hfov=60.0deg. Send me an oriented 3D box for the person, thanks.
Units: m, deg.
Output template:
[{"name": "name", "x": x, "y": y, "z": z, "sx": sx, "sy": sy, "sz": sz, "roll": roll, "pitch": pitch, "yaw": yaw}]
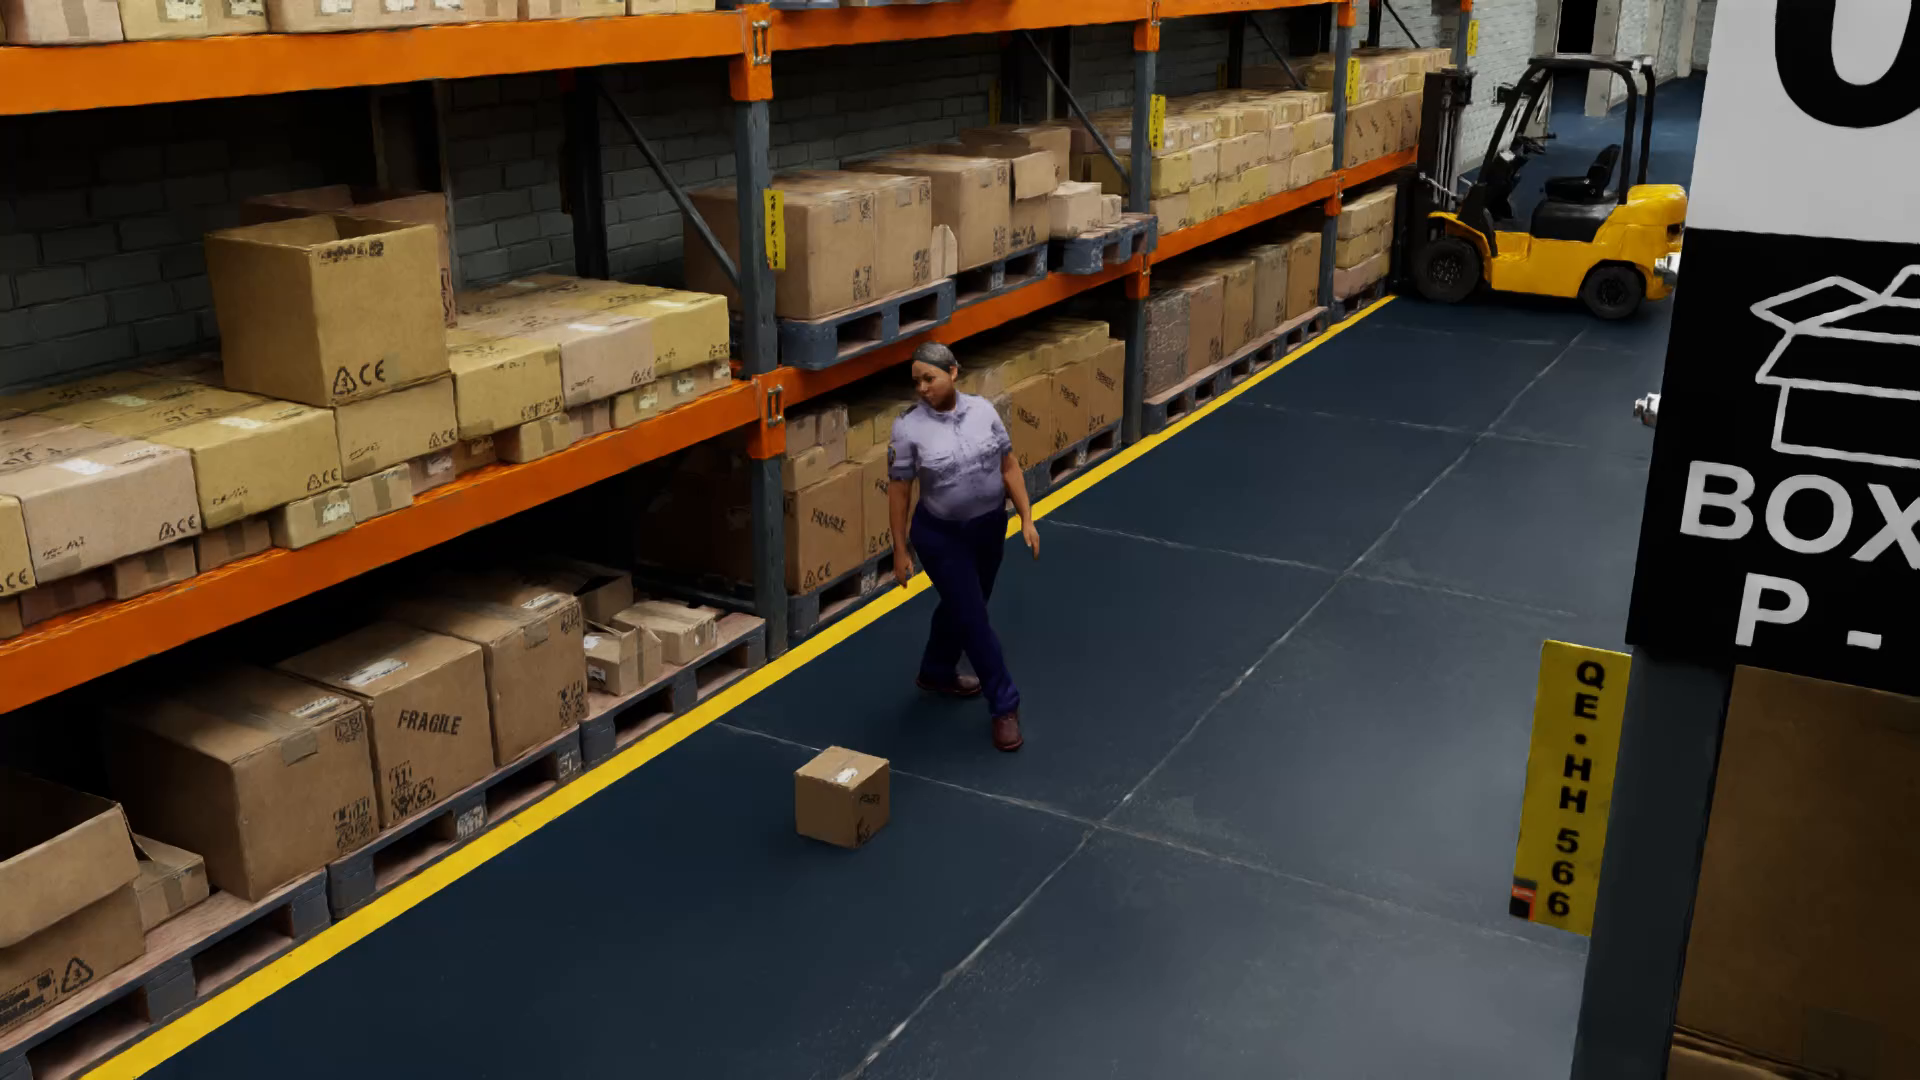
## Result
[{"name": "person", "x": 0.011, "y": 0.002, "z": 6.640, "sx": 0.527, "sy": 1.617, "sz": 0.686, "roll": -15, "pitch": 25, "yaw": -36}]
